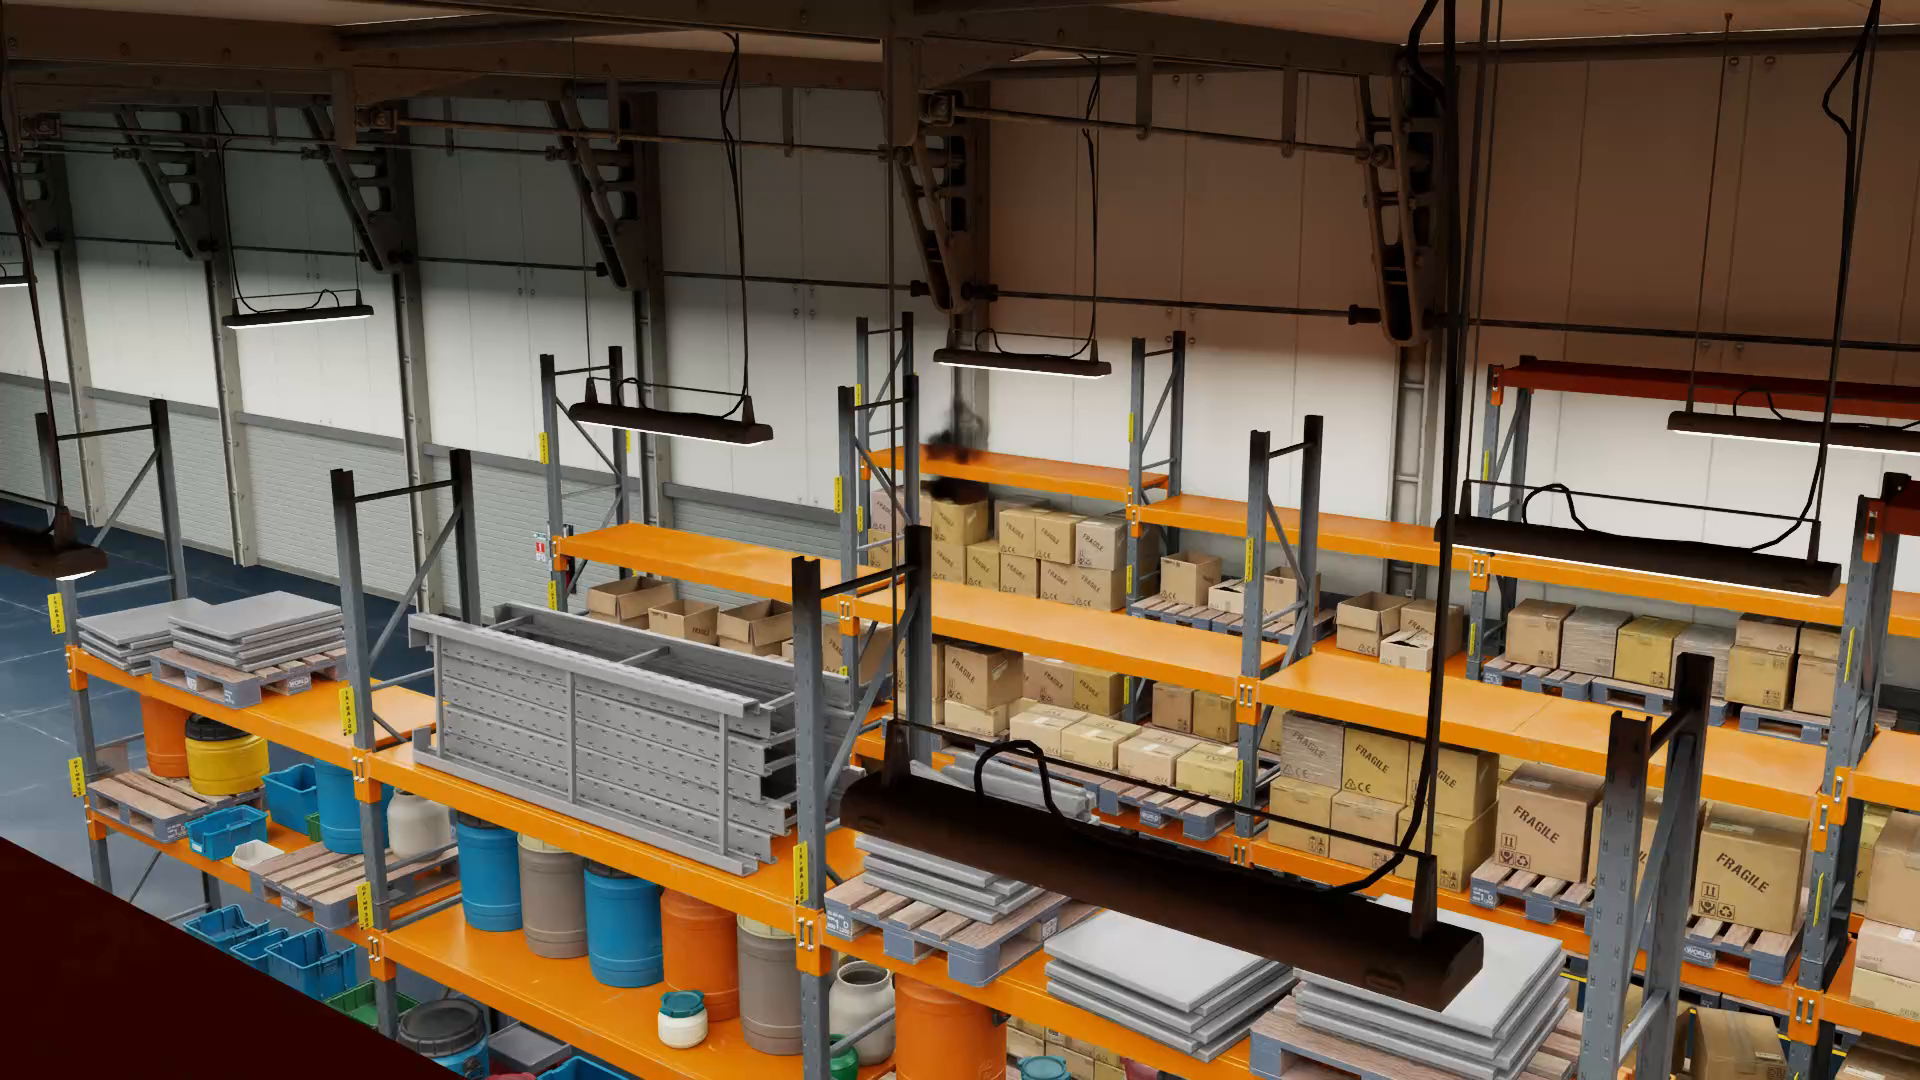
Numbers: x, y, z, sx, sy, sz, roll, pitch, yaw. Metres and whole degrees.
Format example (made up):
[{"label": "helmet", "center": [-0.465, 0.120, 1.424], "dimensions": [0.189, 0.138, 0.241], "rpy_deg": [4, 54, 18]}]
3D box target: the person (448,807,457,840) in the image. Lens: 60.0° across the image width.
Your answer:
[{"label": "person", "center": [-5.949, 2.907, 18.841], "dimensions": [0.725, 1.717, 0.738], "rpy_deg": [-5, 14, -20]}]
